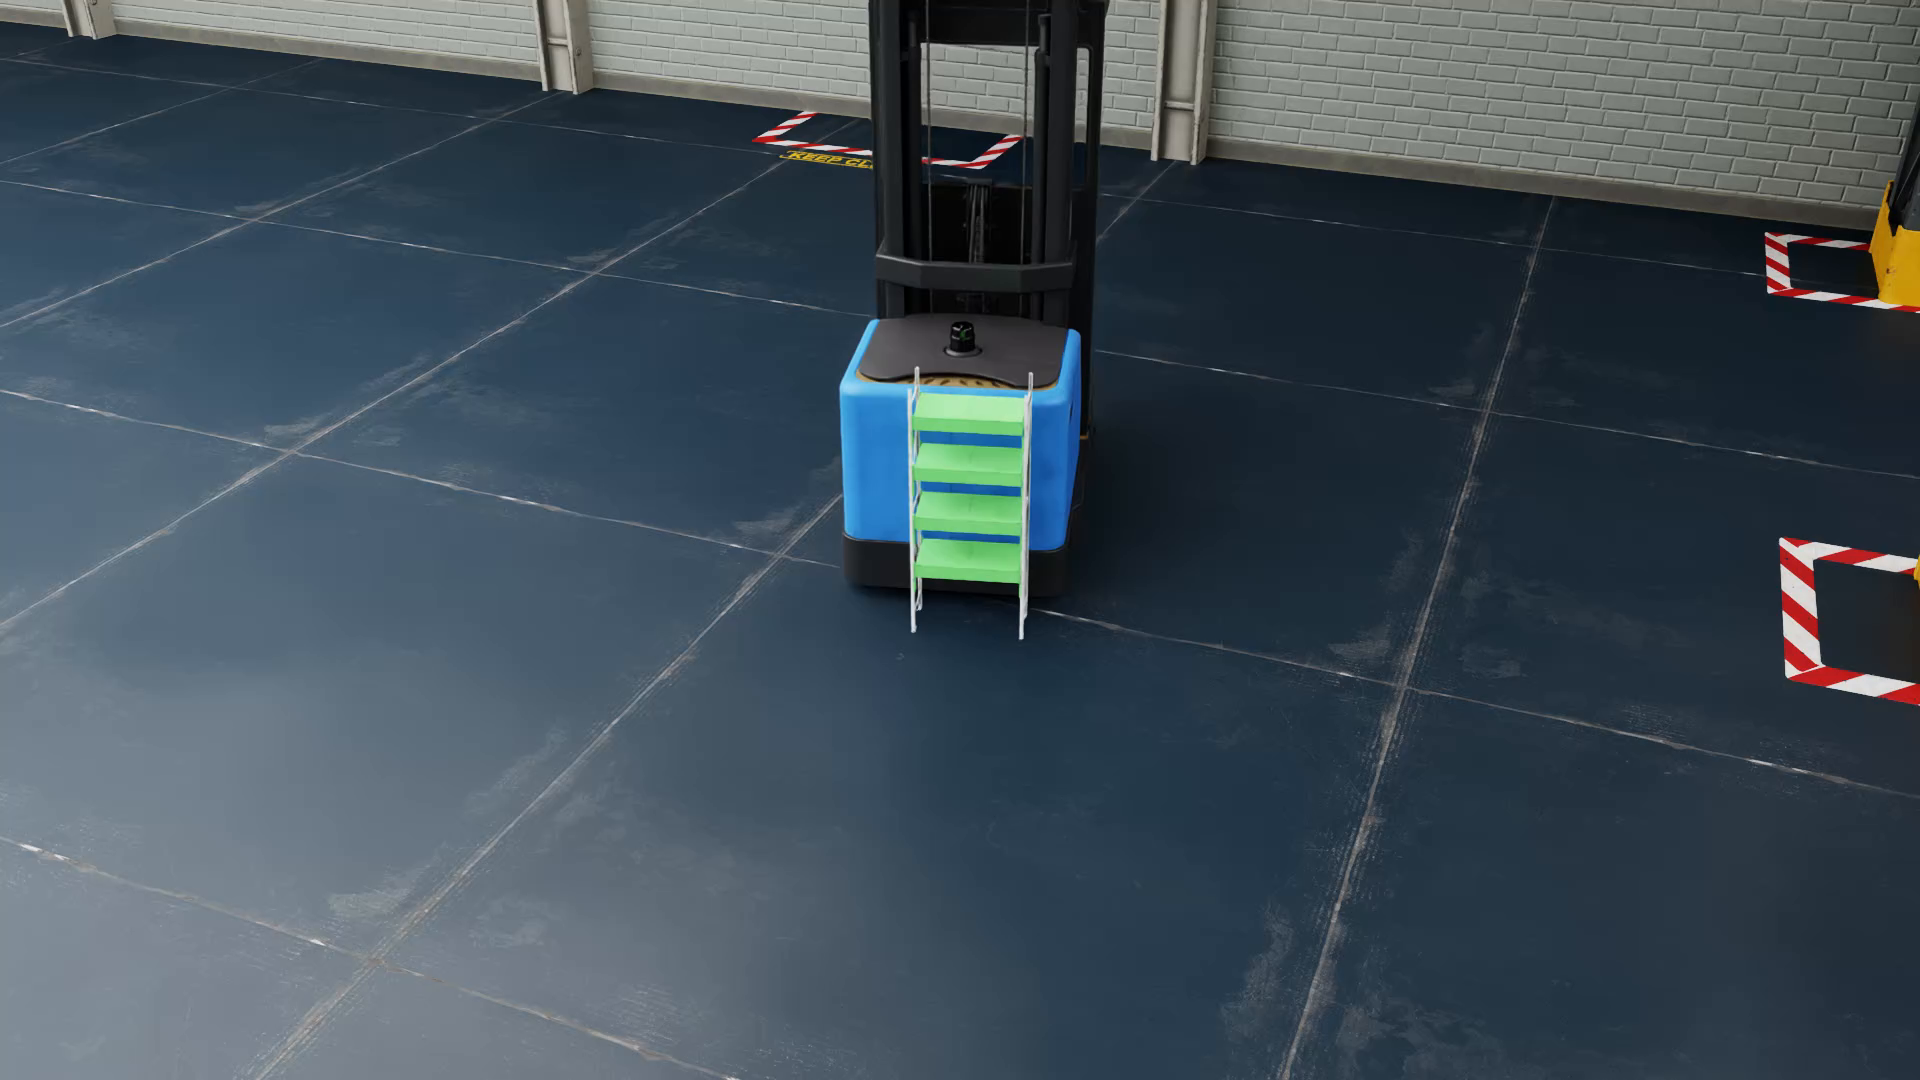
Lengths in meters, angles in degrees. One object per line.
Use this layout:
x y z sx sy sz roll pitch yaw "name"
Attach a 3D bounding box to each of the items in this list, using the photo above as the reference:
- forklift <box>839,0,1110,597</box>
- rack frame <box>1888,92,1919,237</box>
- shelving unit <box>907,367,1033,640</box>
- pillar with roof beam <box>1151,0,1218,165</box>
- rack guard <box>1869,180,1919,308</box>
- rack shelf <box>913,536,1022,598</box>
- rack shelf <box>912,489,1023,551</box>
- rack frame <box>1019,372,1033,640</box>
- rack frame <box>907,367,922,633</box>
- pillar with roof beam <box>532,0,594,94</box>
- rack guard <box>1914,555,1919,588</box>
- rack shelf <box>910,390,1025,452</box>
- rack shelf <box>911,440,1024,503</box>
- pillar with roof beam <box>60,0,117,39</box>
0.155 -1.715 8.306 1.130 2.935 3.031 4 30 6 "forklift"
6.415 -3.131 10.742 0.127 3.000 1.000 11 31 19 "rack frame"
0.045 -0.146 7.288 0.503 1.200 0.258 3 30 6 "shelving unit"
0.210 -5.155 8.225 0.400 9.000 9.100 11 31 19 "pillar with roof beam"
6.485 -2.029 11.332 0.348 0.500 1.175 11 31 19 "rack guard"
0.045 0.119 7.438 0.480 0.148 0.258 3 30 6 "rack shelf"
0.045 -0.090 7.320 0.480 0.148 0.258 3 30 6 "rack shelf"
0.287 -0.131 7.263 0.015 1.200 0.240 3 30 6 "rack frame"
-0.197 -0.160 7.314 0.015 1.200 0.240 3 30 6 "rack frame"
-5.350 -6.265 10.189 0.400 9.000 9.100 11 31 19 "pillar with roof beam"
4.533 0.212 7.367 0.348 0.500 1.175 11 31 19 "rack guard"
0.045 -0.508 7.083 0.480 0.148 0.258 3 30 6 "rack shelf"
0.045 -0.299 7.201 0.480 0.148 0.258 3 30 6 "rack shelf"
-10.909 -7.375 12.153 0.400 9.000 9.100 11 31 19 "pillar with roof beam"
